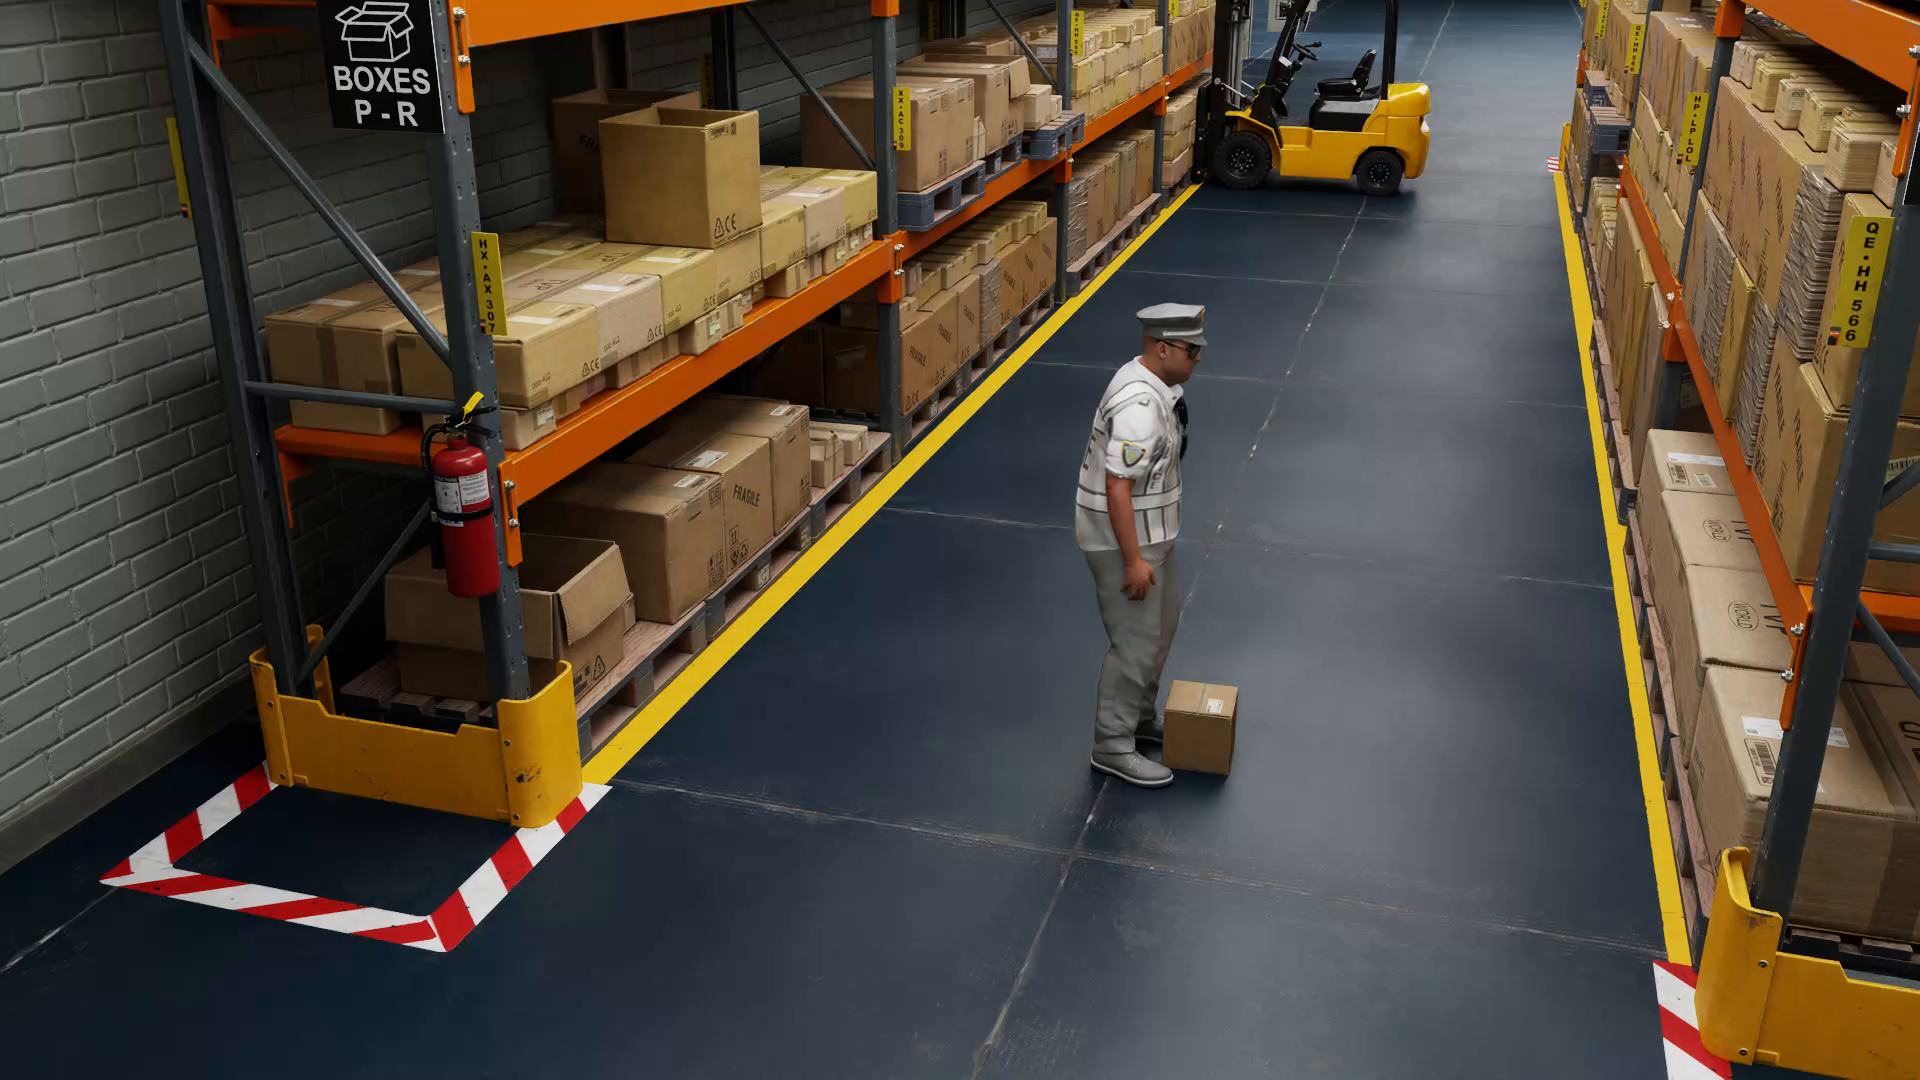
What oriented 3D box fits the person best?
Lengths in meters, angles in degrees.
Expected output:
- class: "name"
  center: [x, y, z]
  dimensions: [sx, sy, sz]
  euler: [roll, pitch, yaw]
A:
- class: "person"
  center: [0.664, -0.009, 6.098]
  dimensions: [0.466, 1.748, 0.587]
  euler: [6, 23, 15]
